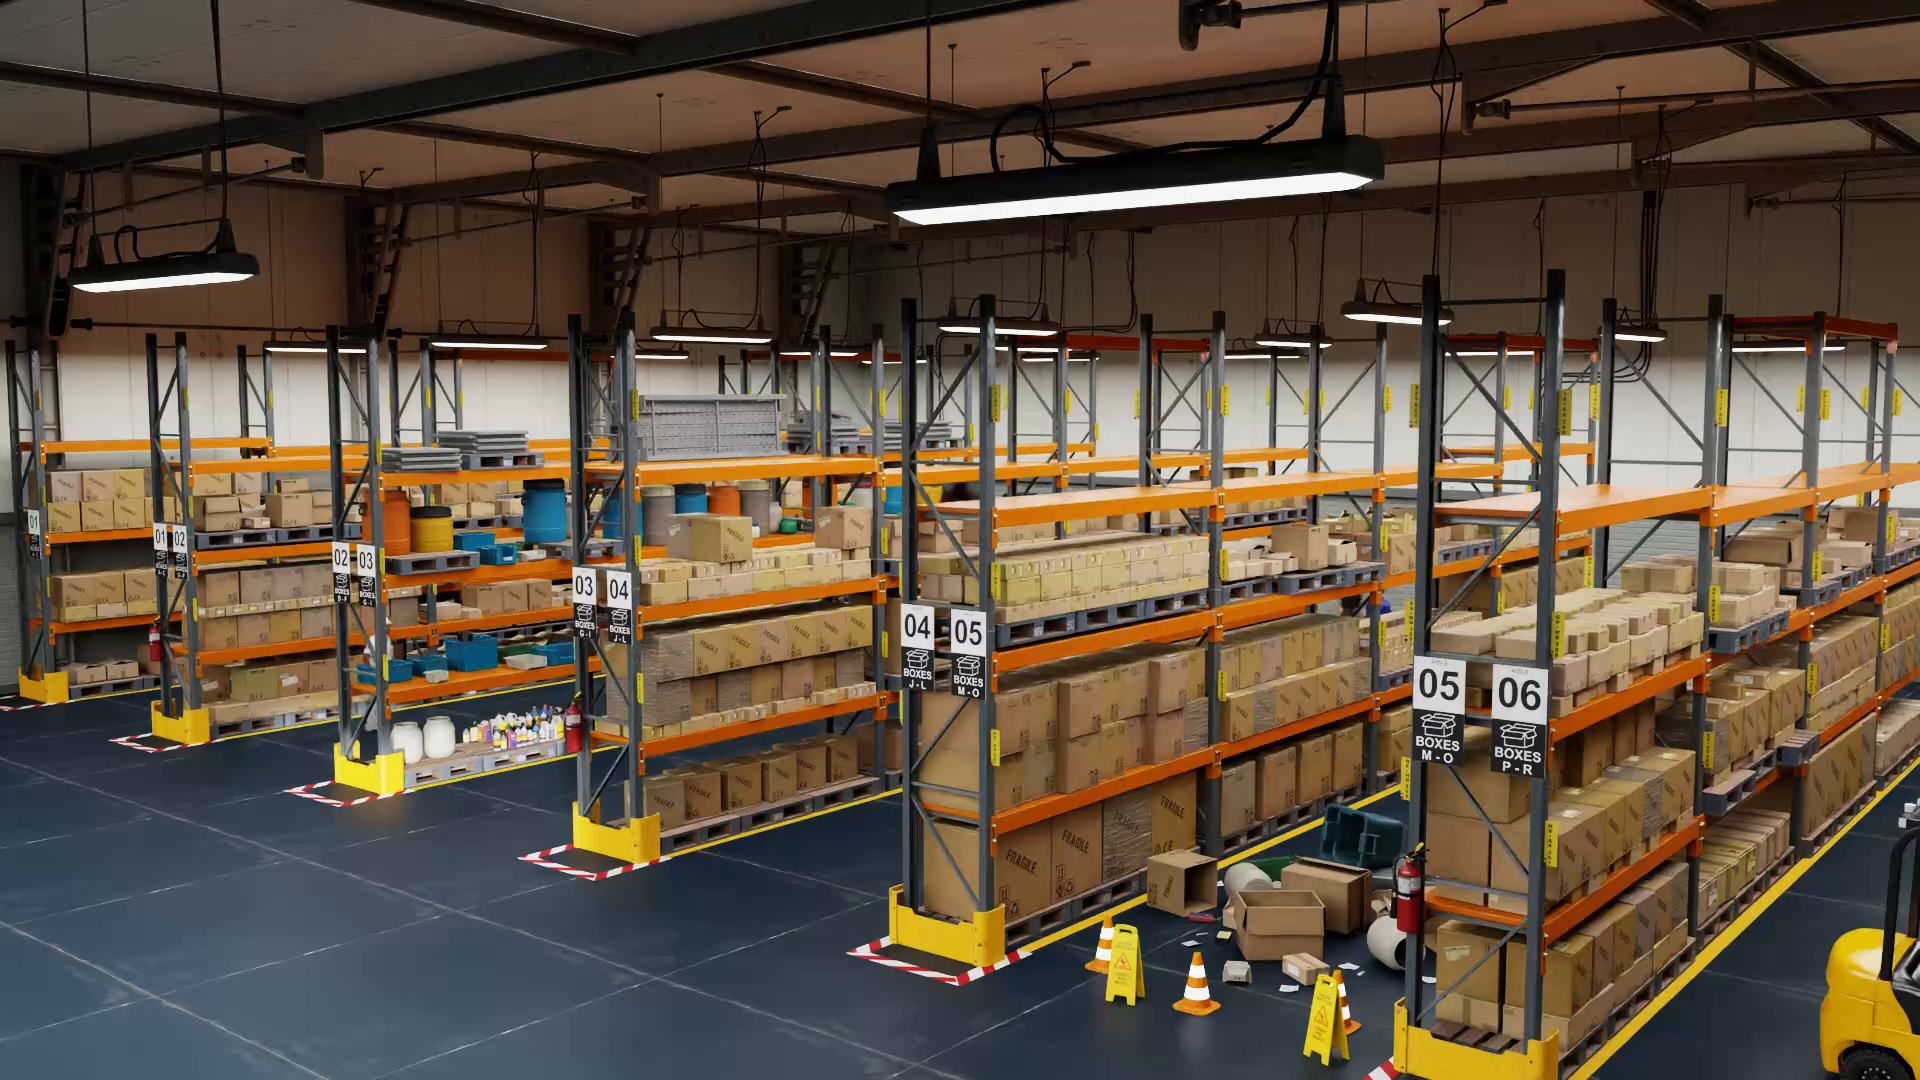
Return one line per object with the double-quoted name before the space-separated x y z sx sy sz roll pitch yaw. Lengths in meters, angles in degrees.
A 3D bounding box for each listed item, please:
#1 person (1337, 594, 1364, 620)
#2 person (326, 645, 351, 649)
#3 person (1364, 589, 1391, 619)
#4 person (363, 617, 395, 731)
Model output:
"person" 7.758 1.348 33.154 0.638 1.675 0.977 -3 6 -30
"person" -10.696 1.768 28.574 0.518 1.677 0.404 -3 6 -27
"person" 7.643 1.627 30.445 0.494 1.594 0.939 3 6 29
"person" -8.754 2.056 25.305 0.663 1.809 0.596 -2 6 -26
